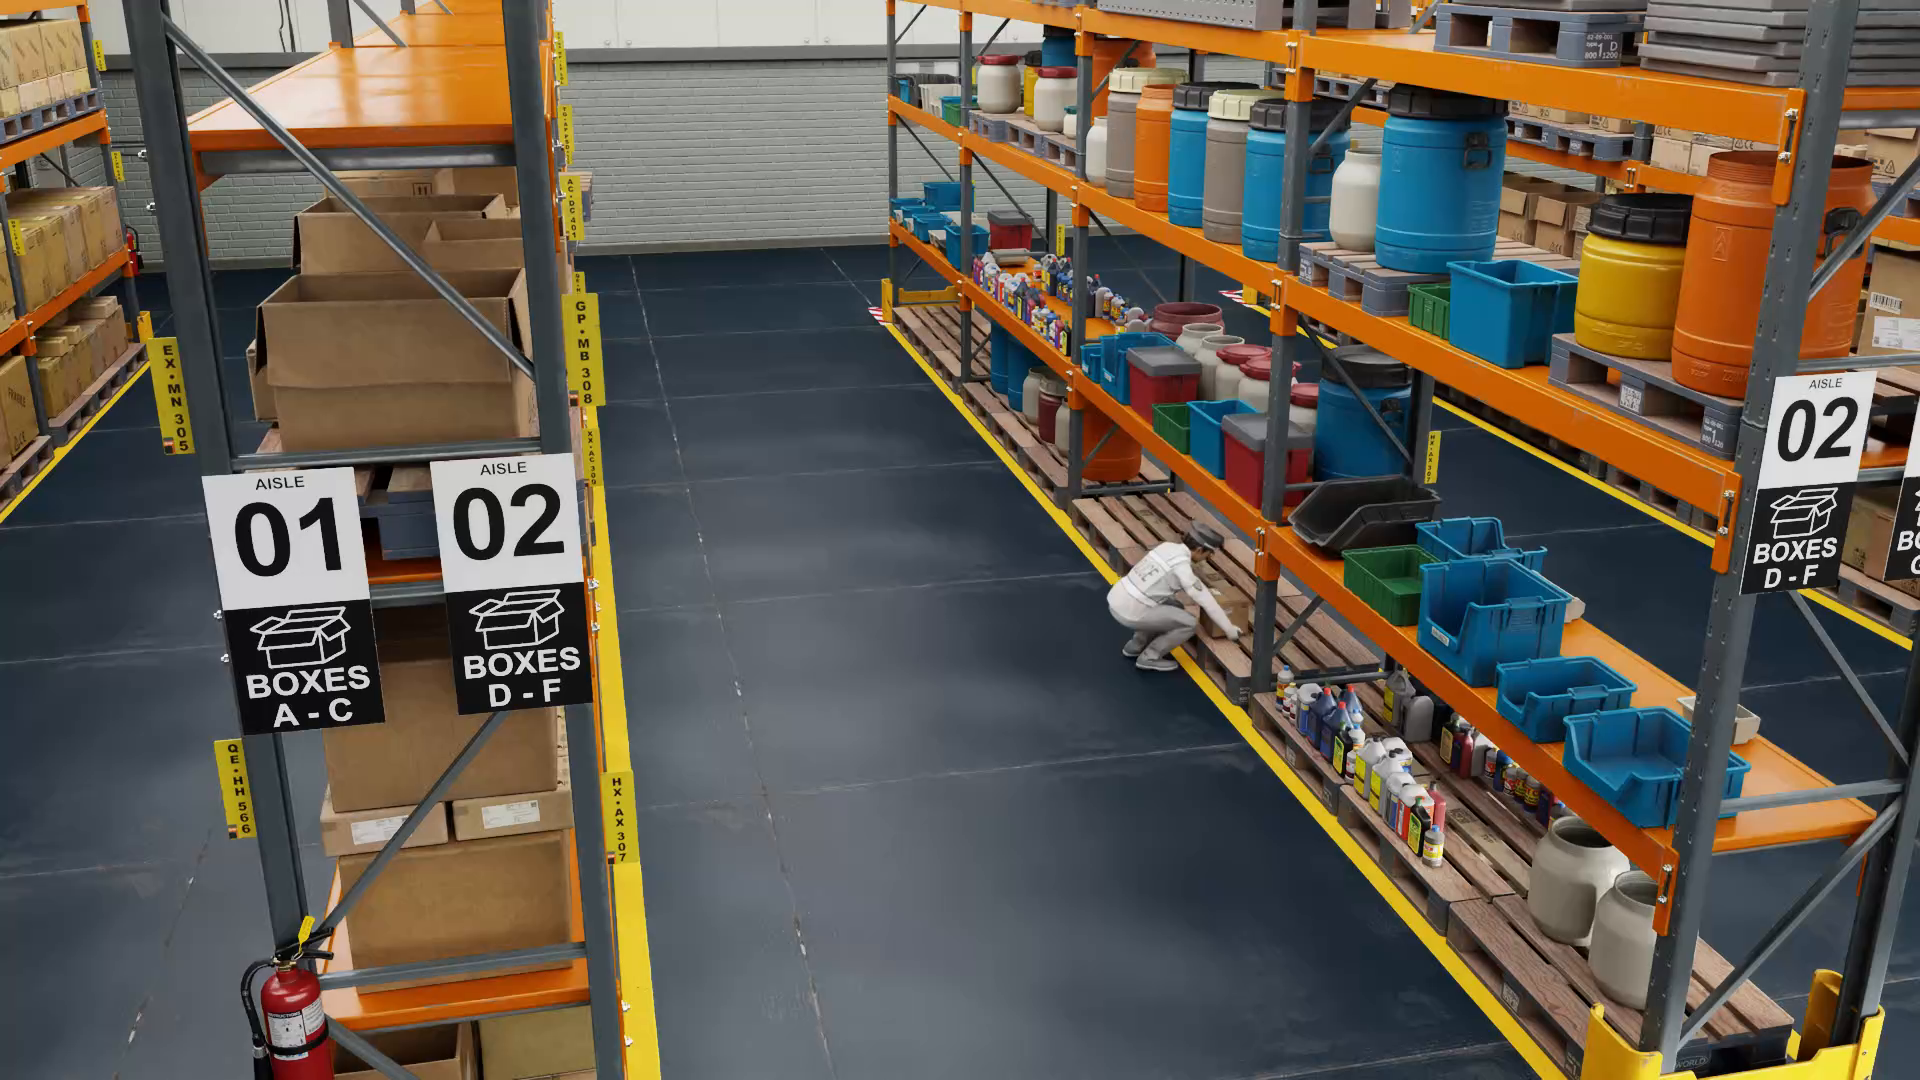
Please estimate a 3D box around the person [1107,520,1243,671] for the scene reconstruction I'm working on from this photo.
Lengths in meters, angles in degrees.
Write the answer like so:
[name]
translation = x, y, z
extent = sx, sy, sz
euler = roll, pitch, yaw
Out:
[person]
translation = 1.428, 0.365, 11.091
extent = 0.892, 0.981, 0.460
euler = -2, 20, -5
